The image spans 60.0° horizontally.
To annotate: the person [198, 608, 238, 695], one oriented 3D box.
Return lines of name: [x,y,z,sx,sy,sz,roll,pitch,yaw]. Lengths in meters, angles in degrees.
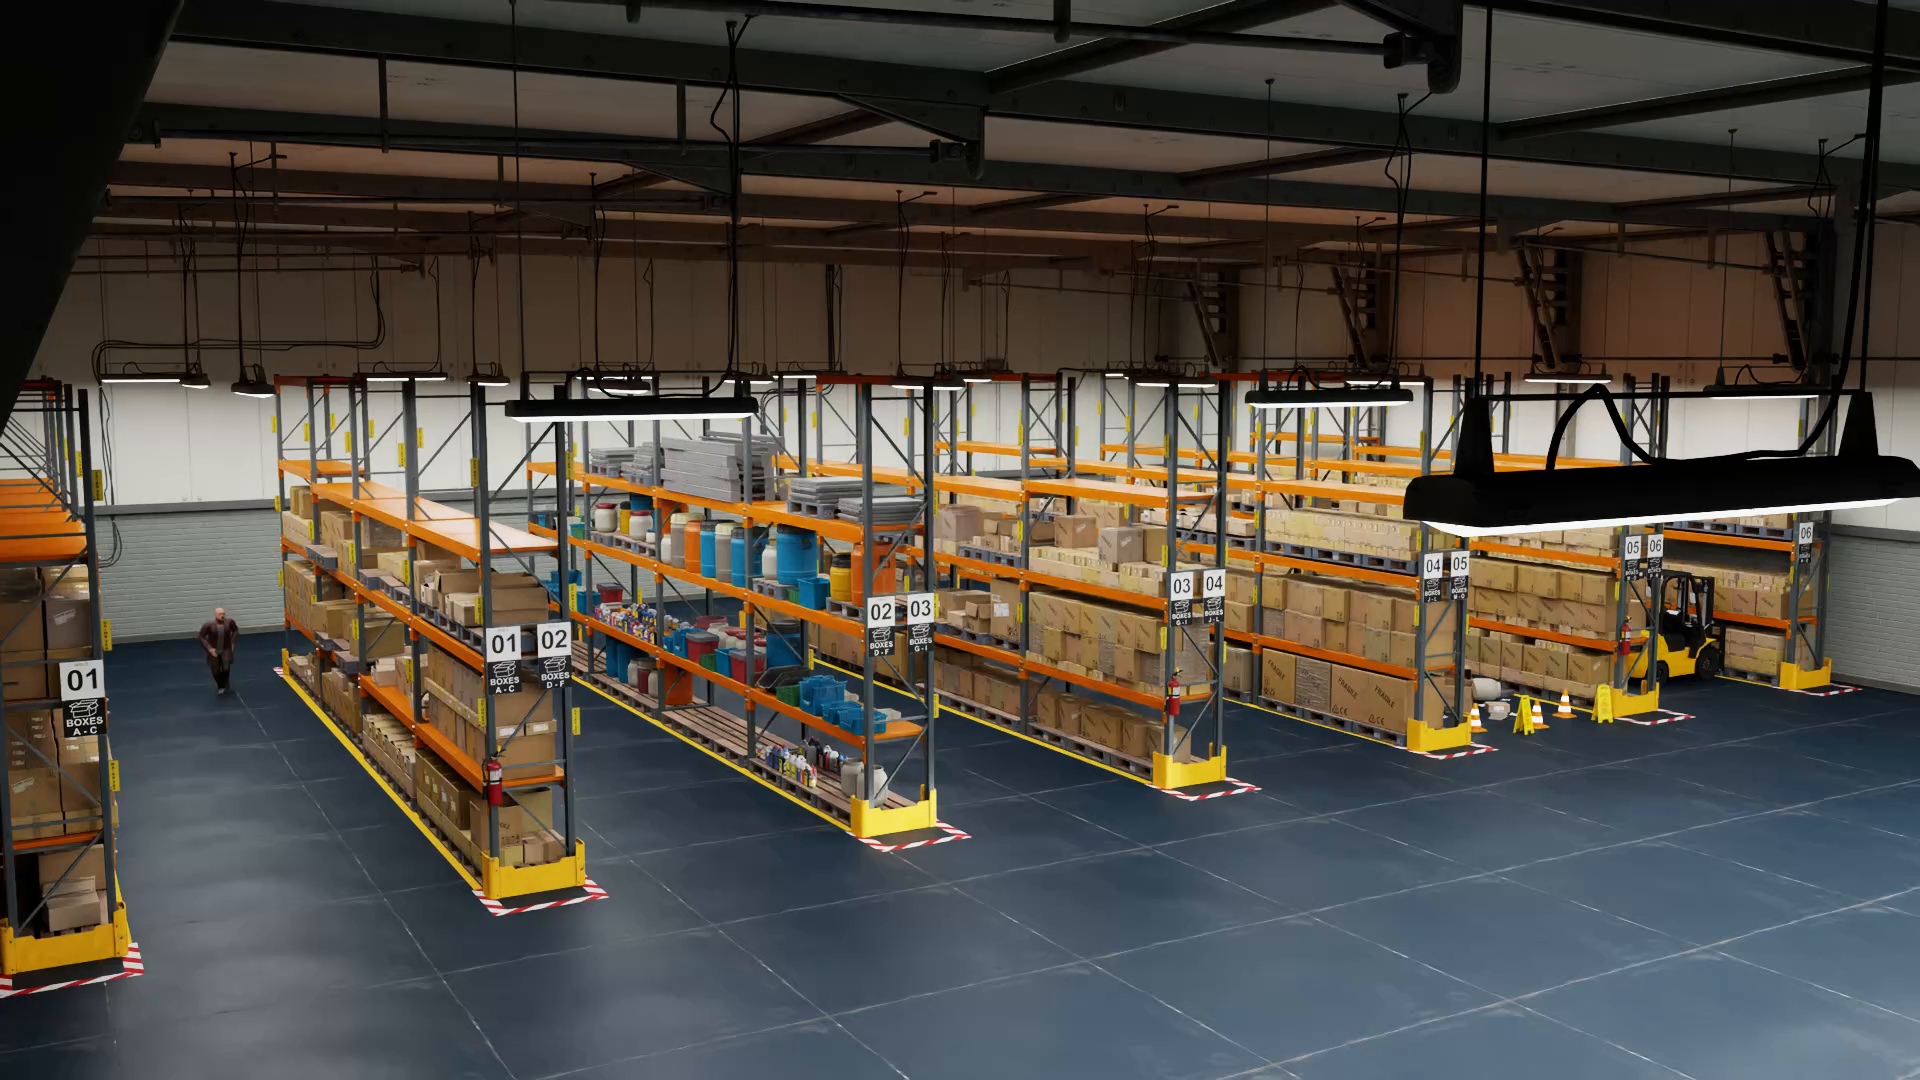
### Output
person: [-13.928,2.086,31.262,0.686,1.683,0.666,-2,7,-21]
